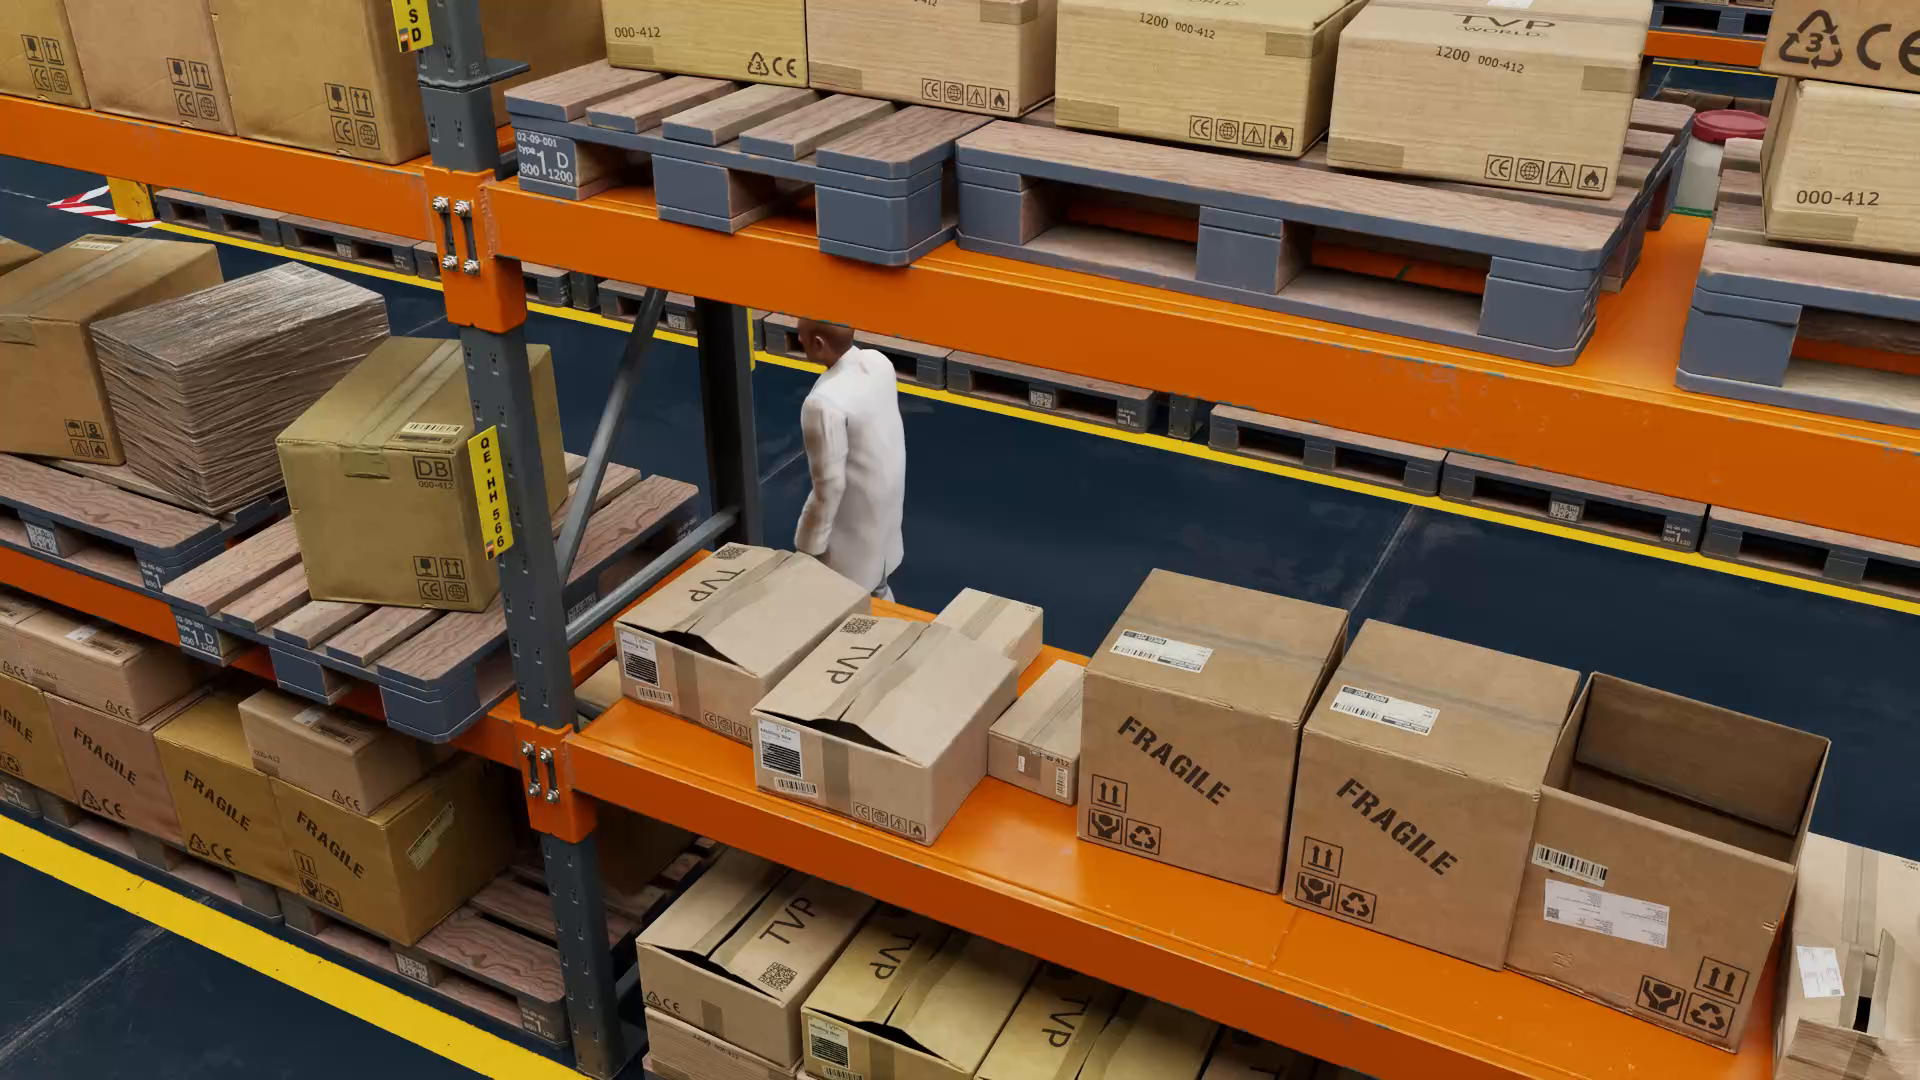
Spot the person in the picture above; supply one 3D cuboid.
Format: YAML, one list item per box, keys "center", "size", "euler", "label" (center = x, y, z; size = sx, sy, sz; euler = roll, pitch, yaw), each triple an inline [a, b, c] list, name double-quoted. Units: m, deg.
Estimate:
- center: [-0.424, -0.083, 6.289]
  size: [0.423, 1.775, 0.655]
  euler: [13, 32, 21]
  label: "person"
